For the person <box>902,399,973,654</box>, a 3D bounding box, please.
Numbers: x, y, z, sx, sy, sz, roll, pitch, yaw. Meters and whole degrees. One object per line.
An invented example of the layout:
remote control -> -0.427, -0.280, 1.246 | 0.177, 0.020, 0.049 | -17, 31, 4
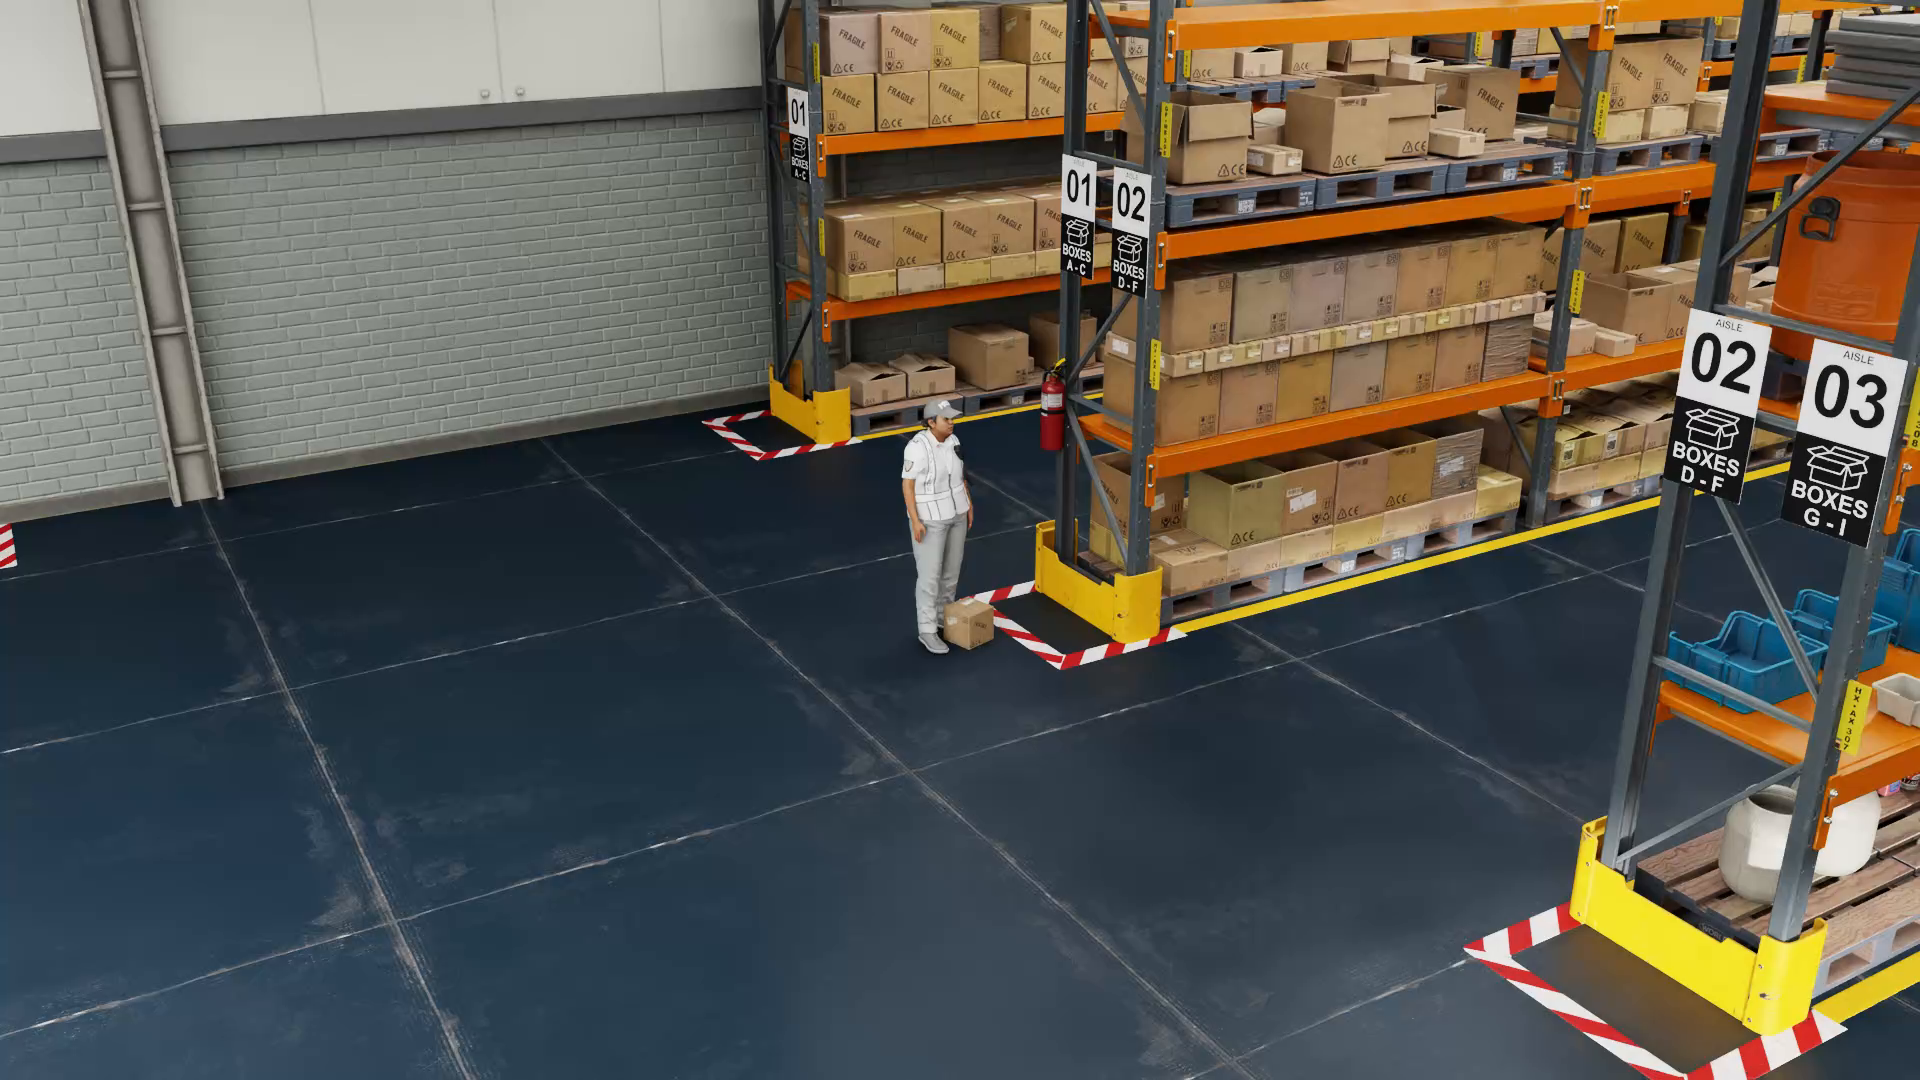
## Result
person -> -0.103, -0.127, 11.373 | 0.598, 1.670, 0.529 | -20, 29, -40
